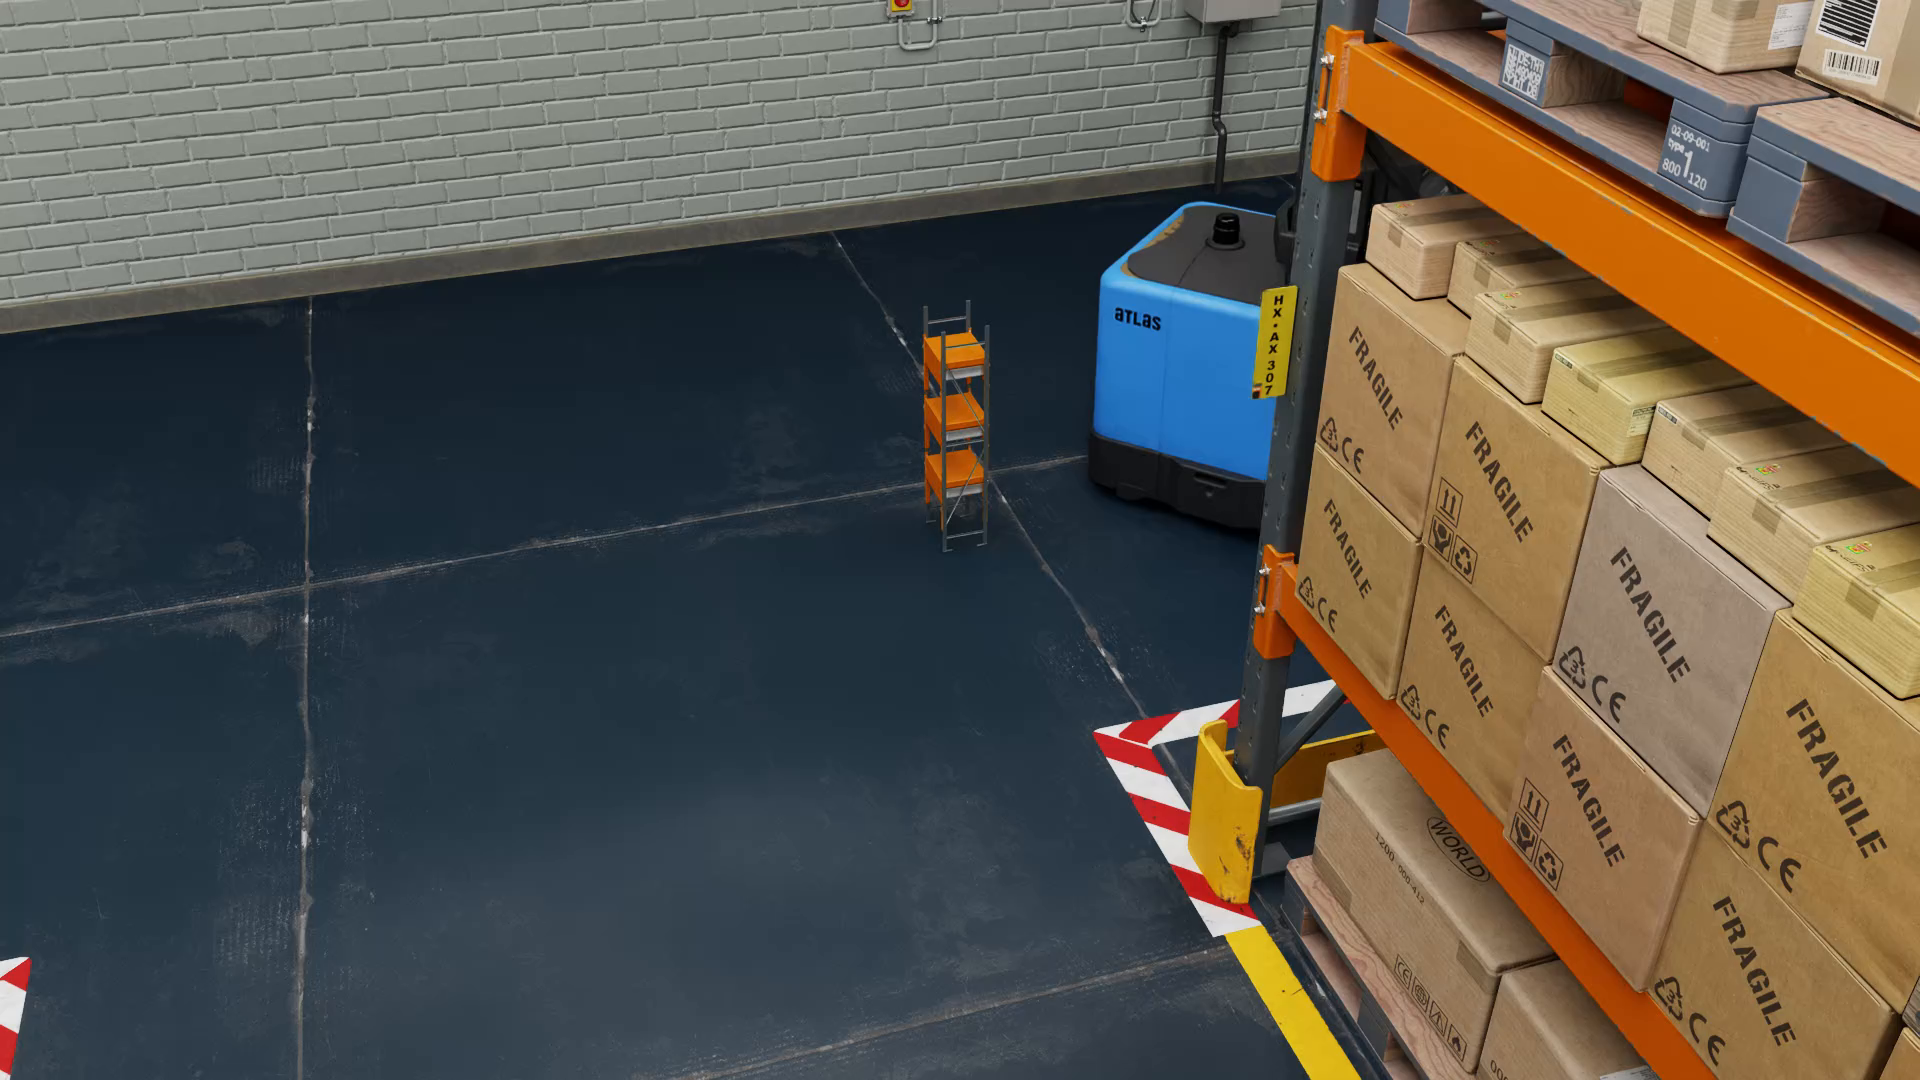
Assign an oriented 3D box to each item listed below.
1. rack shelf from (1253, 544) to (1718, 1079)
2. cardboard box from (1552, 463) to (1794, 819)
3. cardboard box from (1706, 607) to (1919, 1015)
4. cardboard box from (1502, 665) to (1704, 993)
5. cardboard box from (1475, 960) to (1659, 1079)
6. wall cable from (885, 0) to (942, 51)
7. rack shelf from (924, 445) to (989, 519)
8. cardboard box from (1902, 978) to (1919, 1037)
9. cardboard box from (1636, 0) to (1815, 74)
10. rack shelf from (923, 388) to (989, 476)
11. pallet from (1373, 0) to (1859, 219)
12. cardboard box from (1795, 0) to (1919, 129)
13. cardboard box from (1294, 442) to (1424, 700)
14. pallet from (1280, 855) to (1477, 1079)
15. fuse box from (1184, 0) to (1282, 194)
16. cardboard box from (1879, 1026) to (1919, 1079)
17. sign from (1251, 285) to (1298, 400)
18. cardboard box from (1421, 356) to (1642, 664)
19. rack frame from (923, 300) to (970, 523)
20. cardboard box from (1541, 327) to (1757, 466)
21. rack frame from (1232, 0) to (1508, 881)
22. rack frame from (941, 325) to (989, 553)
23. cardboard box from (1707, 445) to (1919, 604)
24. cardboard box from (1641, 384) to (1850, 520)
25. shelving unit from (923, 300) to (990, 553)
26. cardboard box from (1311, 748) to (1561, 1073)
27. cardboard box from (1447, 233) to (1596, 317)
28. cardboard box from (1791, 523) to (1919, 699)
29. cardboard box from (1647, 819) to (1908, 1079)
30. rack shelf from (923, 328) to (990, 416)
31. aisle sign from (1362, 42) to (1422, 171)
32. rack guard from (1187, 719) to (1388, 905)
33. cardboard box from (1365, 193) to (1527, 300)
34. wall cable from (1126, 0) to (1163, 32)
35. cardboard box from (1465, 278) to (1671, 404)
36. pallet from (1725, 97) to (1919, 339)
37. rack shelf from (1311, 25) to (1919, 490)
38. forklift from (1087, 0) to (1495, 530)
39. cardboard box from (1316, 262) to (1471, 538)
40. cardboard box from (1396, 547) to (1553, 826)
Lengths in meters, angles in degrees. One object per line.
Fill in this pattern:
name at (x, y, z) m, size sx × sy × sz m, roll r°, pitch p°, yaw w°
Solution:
rack shelf at (1.985, 1.126, 3.478) m, size 1.077 × 0.370 × 4.000 m, roll -10°, pitch 35°, yaw -15°
cardboard box at (1.579, 0.156, 3.296) m, size 0.500 × 0.500 × 0.500 m, roll -10°, pitch 35°, yaw -15°
cardboard box at (1.732, 0.418, 2.899) m, size 0.500 × 0.500 × 0.500 m, roll -10°, pitch 35°, yaw -15°
cardboard box at (1.567, 0.565, 3.583) m, size 0.500 × 0.500 × 0.500 m, roll -10°, pitch 35°, yaw -15°
cardboard box at (1.959, 1.478, 4.235) m, size 0.875 × 0.438 × 0.875 m, roll -9°, pitch 35°, yaw -13°
wall cable at (-0.367, -3.618, 9.054) m, size 0.585 × 1.953 × 0.123 m, roll -10°, pitch 35°, yaw -15°
rack shelf at (-0.016, -0.225, 7.162) m, size 0.215 × 0.259 × 0.240 m, roll -10°, pitch 35°, yaw -15°
cardboard box at (1.877, 0.682, 2.499) m, size 0.500 × 0.500 × 0.500 m, roll -10°, pitch 35°, yaw -14°
cardboard box at (1.488, -0.978, 3.044) m, size 0.380 × 0.149 × 0.250 m, roll -9°, pitch 34°, yaw -13°
rack shelf at (-0.016, -0.457, 7.009) m, size 0.215 × 0.259 × 0.240 m, roll -10°, pitch 35°, yaw -15°
pallet at (1.611, -1.051, 3.479) m, size 1.003 × 0.211 × 1.213 m, roll -10°, pitch 35°, yaw -15°
cardboard box at (1.784, -0.861, 2.721) m, size 0.500 × 0.311 × 0.500 m, roll -9°, pitch 35°, yaw -14°
cardboard box at (1.248, 0.034, 4.386) m, size 0.500 × 0.500 × 0.500 m, roll -10°, pitch 35°, yaw -15°
pallet at (1.693, 1.346, 5.022) m, size 1.003 × 0.211 × 1.213 m, roll -10°, pitch 35°, yaw -15°
fuse box at (1.678, -2.920, 10.117) m, size 0.539 × 1.711 × 0.414 m, roll -10°, pitch 35°, yaw -15°
cardboard box at (1.881, 1.103, 2.769) m, size 0.500 × 0.500 × 0.500 m, roll -11°, pitch 35°, yaw -15°
sign at (0.844, -0.528, 4.471) m, size 0.100 × 0.325 × 0.005 m, roll -10°, pitch 35°, yaw -15°
cardboard box at (1.414, -0.113, 3.703) m, size 0.500 × 0.500 × 0.500 m, roll -11°, pitch 35°, yaw -16°
rack frame at (-0.054, -0.530, 7.100) m, size 0.200 × 1.050 × 0.008 m, roll -10°, pitch 35°, yaw -15°
cardboard box at (1.435, -0.304, 3.403) m, size 0.380 × 0.149 × 0.250 m, roll -11°, pitch 35°, yaw -16°
rack frame at (1.375, -0.224, 4.868) m, size 1.000 × 3.000 × 0.127 m, roll -10°, pitch 35°, yaw -15°
rack frame at (0.021, -0.402, 6.906) m, size 0.200 × 1.050 × 0.008 m, roll -10°, pitch 35°, yaw -15°
cardboard box at (1.601, -0.037, 2.999) m, size 0.380 × 0.149 × 0.250 m, roll -10°, pitch 35°, yaw -14°
cardboard box at (1.565, -0.175, 3.208) m, size 0.380 × 0.149 × 0.250 m, roll -10°, pitch 35°, yaw -14°
shelving unit at (-0.016, -0.466, 7.003) m, size 0.215 × 1.050 × 0.252 m, roll -10°, pitch 35°, yaw -15°
cardboard box at (1.671, 0.999, 4.960) m, size 0.875 × 0.438 × 0.875 m, roll -11°, pitch 35°, yaw -16°
cardboard box at (1.367, -0.595, 3.844) m, size 0.380 × 0.149 × 0.250 m, roll -9°, pitch 35°, yaw -14°
cardboard box at (1.652, 0.101, 2.791) m, size 0.380 × 0.149 × 0.250 m, roll -11°, pitch 35°, yaw -16°
cardboard box at (1.735, 0.826, 3.189) m, size 0.500 × 0.500 × 0.500 m, roll -9°, pitch 34°, yaw -13°
rack shelf at (-0.016, -0.694, 6.852) m, size 0.215 × 0.259 × 0.240 m, roll -10°, pitch 35°, yaw -15°
aisle sign at (1.077, -1.298, 4.135) m, size 0.394 × 0.787 × 0.004 m, roll -10°, pitch 35°, yaw -15°
rack guard at (1.367, 0.806, 5.577) m, size 1.175 × 0.500 × 0.348 m, roll -10°, pitch 35°, yaw -15°
cardboard box at (1.219, -0.721, 4.034) m, size 0.380 × 0.149 × 0.250 m, roll -9°, pitch 35°, yaw -14°
wall cable at (0.980, -3.849, 9.433) m, size 0.588 × 1.984 × 0.122 m, roll -10°, pitch 35°, yaw -15°
cardboard box at (1.337, -0.439, 3.608) m, size 0.380 × 0.149 × 0.250 m, roll -9°, pitch 34°, yaw -13°
pallet at (1.987, -0.409, 2.508) m, size 1.003 × 0.211 × 1.213 m, roll -10°, pitch 35°, yaw -15°
rack shelf at (1.985, -0.125, 2.651) m, size 1.077 × 0.370 × 4.000 m, roll -10°, pitch 35°, yaw -15°
forklift at (2.118, -1.281, 6.530) m, size 3.031 × 2.935 × 1.130 m, roll 17°, pitch 37°, yaw 24°
cardboard box at (1.250, -0.383, 4.111) m, size 0.500 × 0.500 × 0.500 m, roll -11°, pitch 35°, yaw -16°
cardboard box at (1.429, 0.295, 3.992) m, size 0.500 × 0.500 × 0.500 m, roll -10°, pitch 35°, yaw -15°
